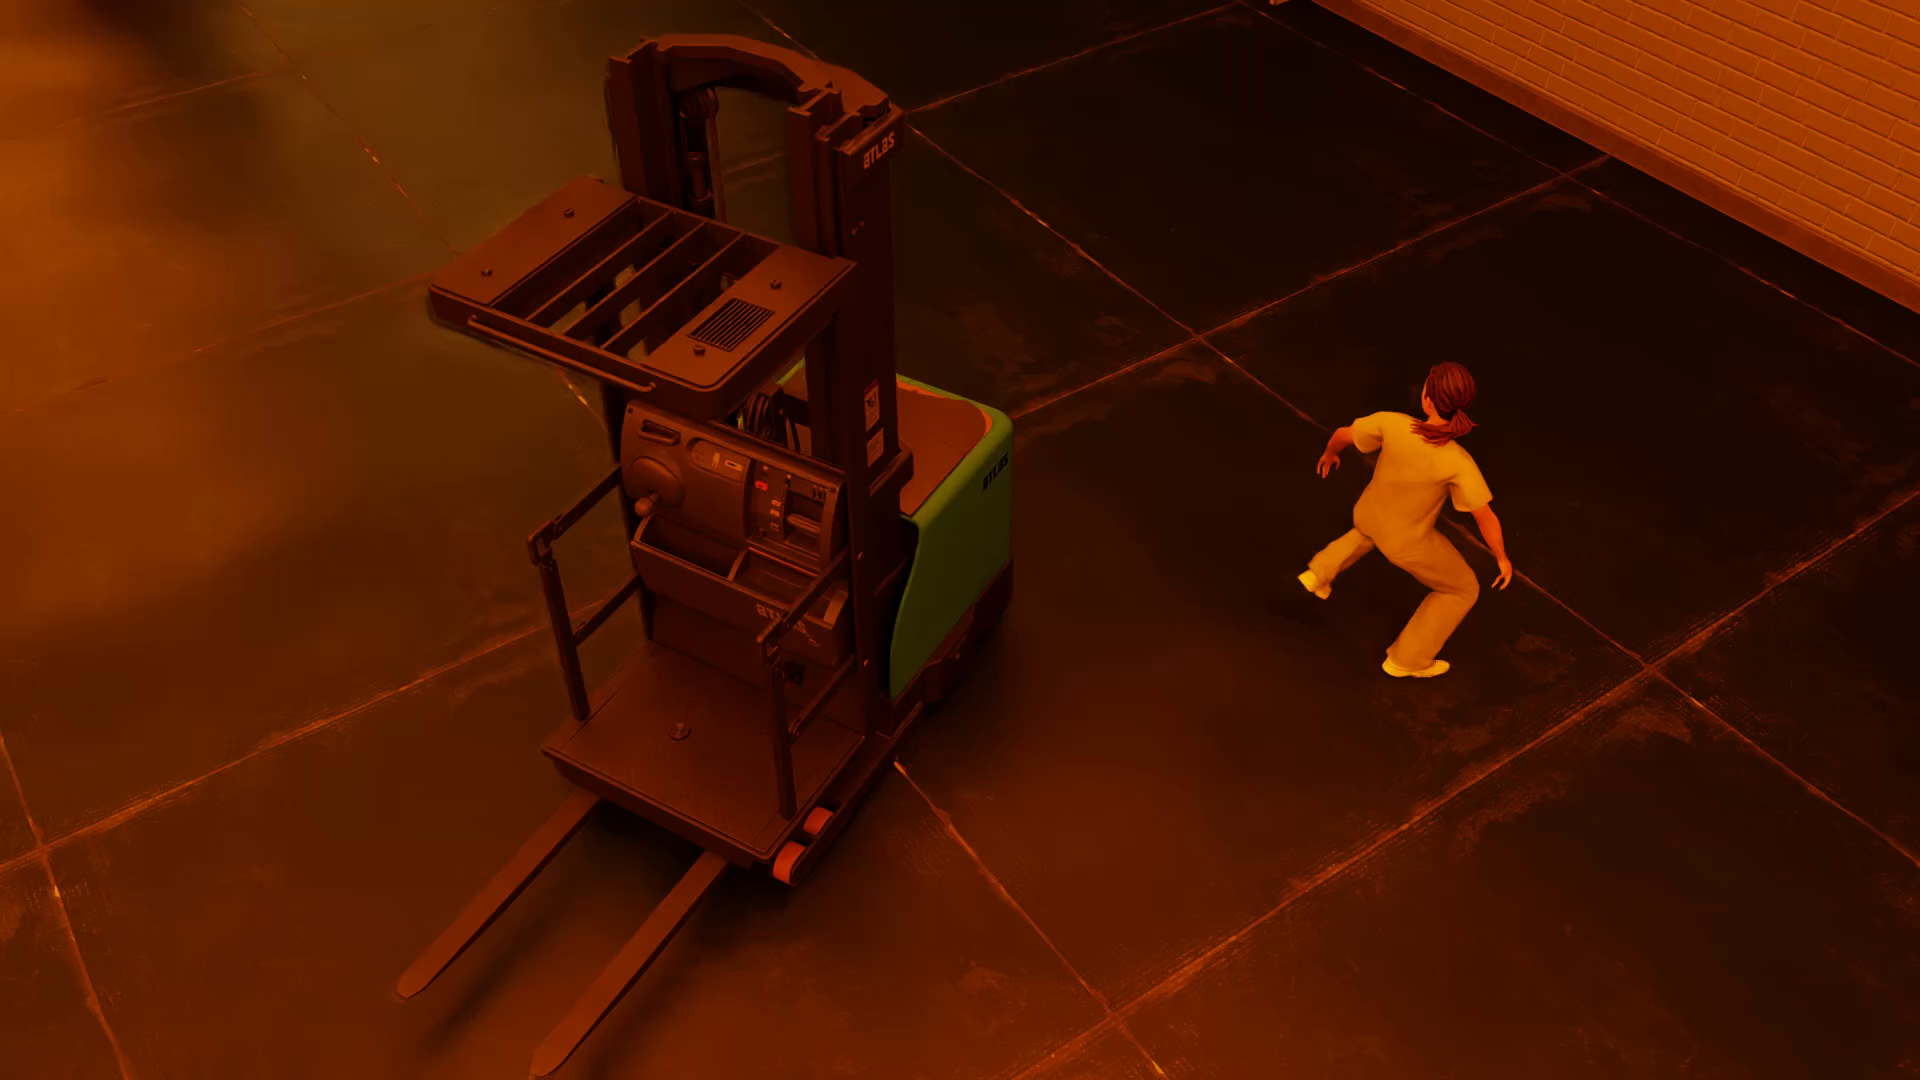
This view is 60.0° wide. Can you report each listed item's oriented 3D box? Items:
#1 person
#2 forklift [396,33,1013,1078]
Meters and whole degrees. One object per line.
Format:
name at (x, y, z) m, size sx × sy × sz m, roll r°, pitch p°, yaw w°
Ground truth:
person at (1.865, -0.093, 6.864) m, size 0.496 × 1.561 × 0.878 m, roll -23°, pitch 47°, yaw -23°
forklift at (-0.937, -0.106, 5.830) m, size 1.130 × 2.935 × 3.031 m, roll 21°, pitch 47°, yaw 22°
